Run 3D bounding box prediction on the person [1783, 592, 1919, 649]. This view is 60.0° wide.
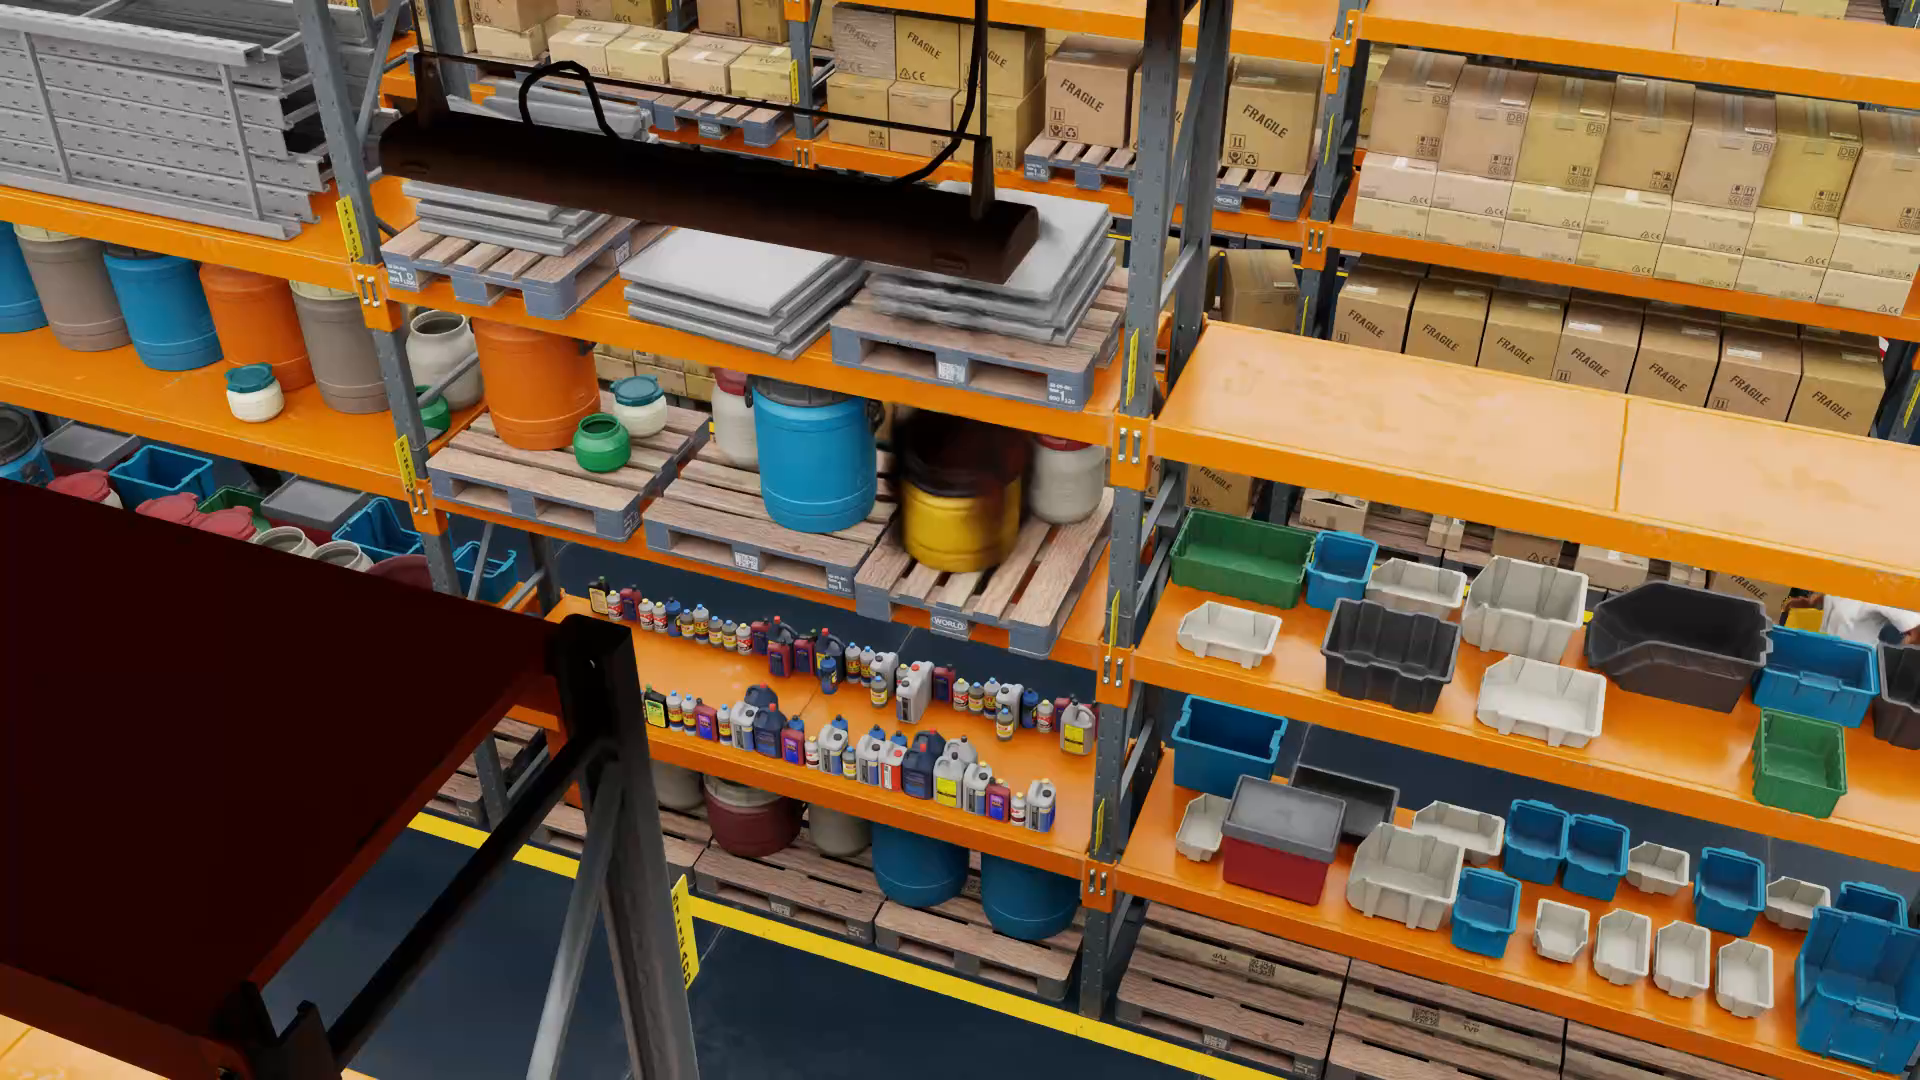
[{"bbox_3d":[5.780,0.728,10.937,0.830,1.811,0.665,4,37,6],"label":"person"}]

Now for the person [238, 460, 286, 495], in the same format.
[{"bbox_3d":[-5.613,-1.074,13.402,0.812,1.763,0.708,4,37,6],"label":"person"}]
